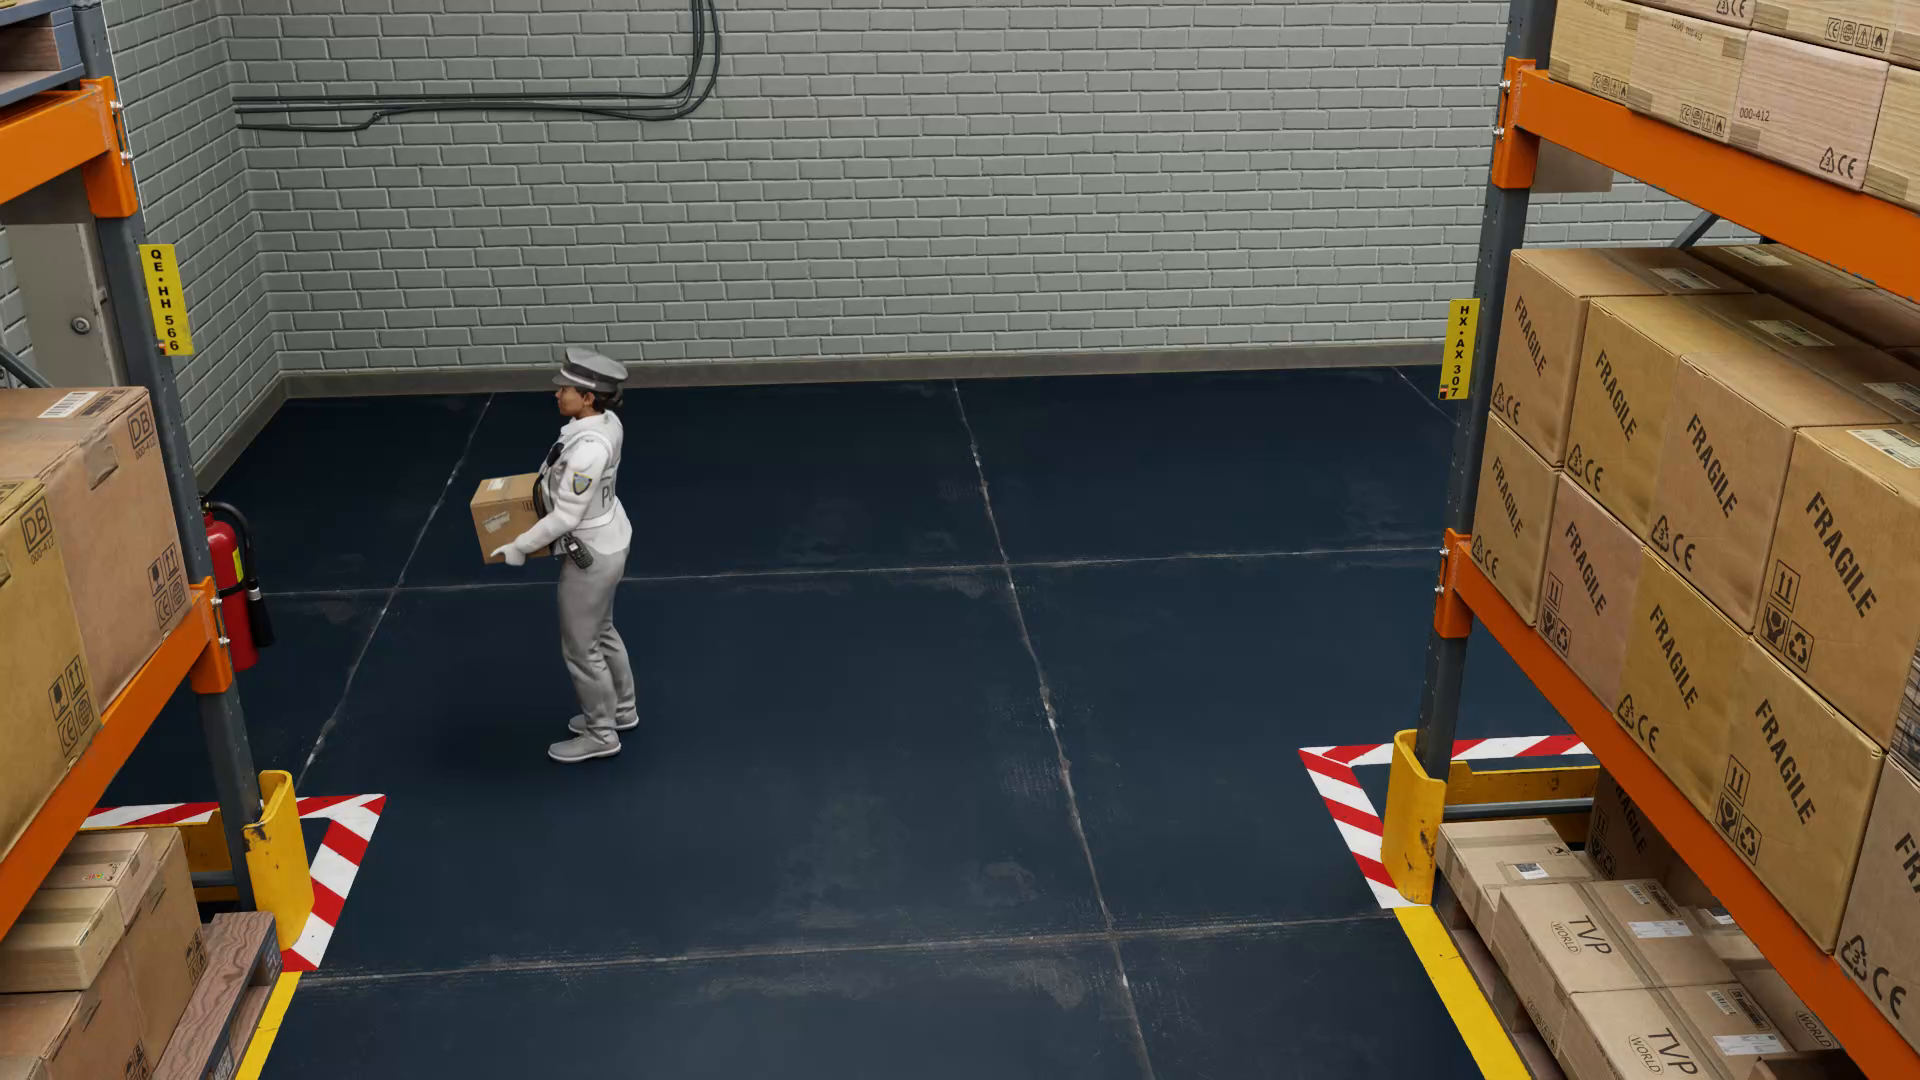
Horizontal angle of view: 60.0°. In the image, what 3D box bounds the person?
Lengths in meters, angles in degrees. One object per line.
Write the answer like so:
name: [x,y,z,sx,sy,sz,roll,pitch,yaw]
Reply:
person: [-1.506,0.057,6.446,0.553,1.687,0.459,-2,24,-4]
